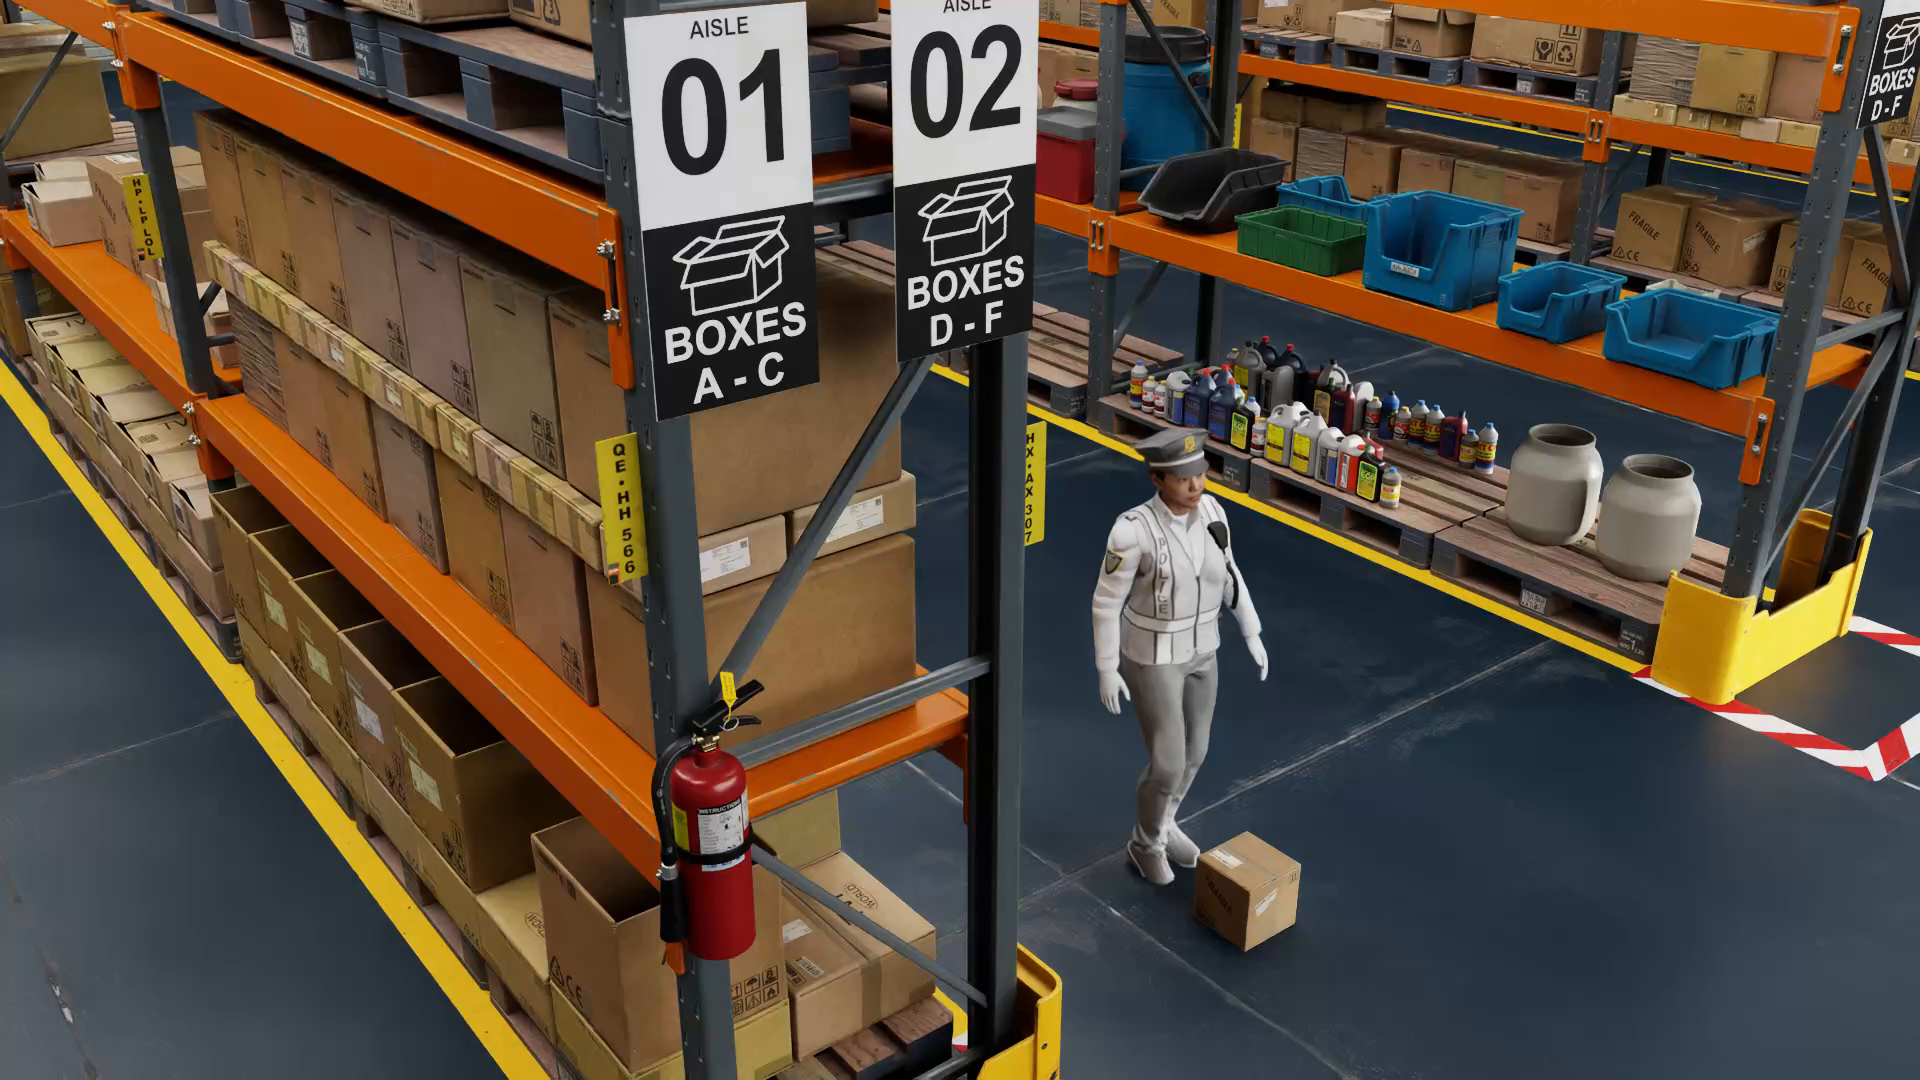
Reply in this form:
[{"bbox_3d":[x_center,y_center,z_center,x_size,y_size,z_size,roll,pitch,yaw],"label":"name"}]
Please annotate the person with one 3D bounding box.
[{"bbox_3d":[0.748,0.434,5.739,0.611,1.754,0.389,-18,30,-33],"label":"person"}]
